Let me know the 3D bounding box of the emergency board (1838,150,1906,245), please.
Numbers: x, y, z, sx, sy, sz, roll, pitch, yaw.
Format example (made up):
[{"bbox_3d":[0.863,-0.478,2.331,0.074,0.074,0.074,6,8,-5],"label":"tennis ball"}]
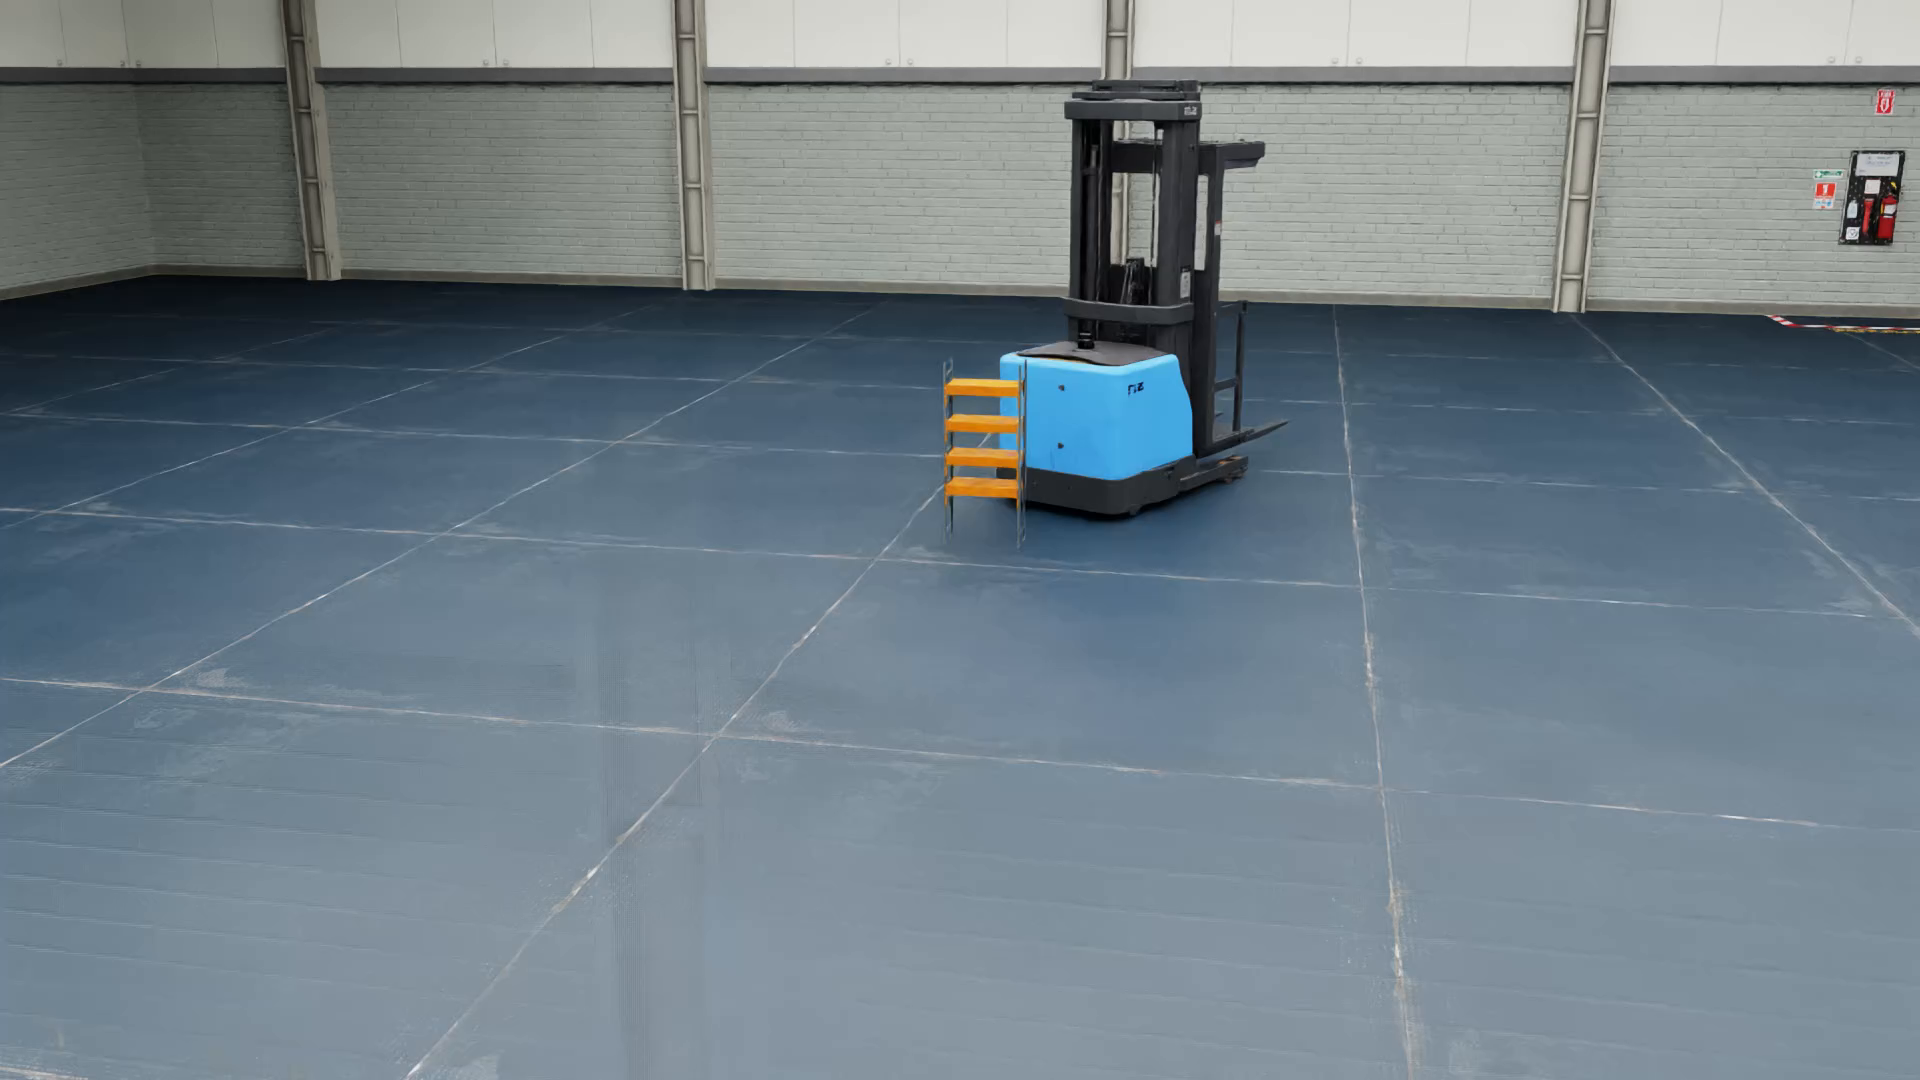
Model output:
[{"bbox_3d":[11.442,-4.274,20.803,0.643,1.169,0.194,3,16,11],"label":"emergency board"}]

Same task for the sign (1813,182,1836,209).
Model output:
[{"bbox_3d":[10.921,-4.348,21.001,0.234,0.329,0.001,3,16,11],"label":"sign"}]

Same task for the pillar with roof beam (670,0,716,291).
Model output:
[{"bbox_3d":[-4.641,-6.855,18.882,0.400,9.000,9.100,3,16,11],"label":"pillar with roof beam"}]

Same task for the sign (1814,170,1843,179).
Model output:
[{"bbox_3d":[10.924,-4.600,20.921,0.331,0.109,0.001,3,16,11],"label":"sign"}]

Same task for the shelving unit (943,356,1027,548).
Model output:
[{"bbox_3d":[0.162,-0.569,10.800,0.503,1.200,0.258,3,16,11],"label":"shelving unit"}]

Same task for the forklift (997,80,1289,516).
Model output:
[{"bbox_3d":[1.546,-1.913,12.409,1.130,2.935,3.031,11,19,35],"label":"forklift"}]

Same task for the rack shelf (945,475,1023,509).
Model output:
[{"bbox_3d":[0.162,-0.313,10.871,0.480,0.148,0.258,3,16,11],"label":"rack shelf"}]

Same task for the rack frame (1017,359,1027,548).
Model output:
[{"bbox_3d":[0.401,-0.556,10.753,0.015,1.200,0.240,3,16,11],"label":"rack frame"}]

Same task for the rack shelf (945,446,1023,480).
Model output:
[{"bbox_3d":[0.162,-0.505,10.818,0.480,0.148,0.258,3,16,11],"label":"rack shelf"}]

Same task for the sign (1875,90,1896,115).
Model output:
[{"bbox_3d":[11.454,-5.418,20.589,0.199,0.298,0.001,3,16,11],"label":"sign"}]

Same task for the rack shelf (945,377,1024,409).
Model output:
[{"bbox_3d":[0.162,-0.948,10.695,0.480,0.148,0.258,3,16,11],"label":"rack shelf"}]

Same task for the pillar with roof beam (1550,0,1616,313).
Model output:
[{"bbox_3d":[7.119,-6.217,16.578,0.400,9.000,9.100,3,16,11],"label":"pillar with roof beam"}]

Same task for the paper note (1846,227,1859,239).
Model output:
[{"bbox_3d":[11.283,-3.877,21.019,0.142,0.148,0.016,3,16,11],"label":"paper note"}]

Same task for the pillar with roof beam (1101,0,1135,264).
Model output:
[{"bbox_3d":[1.239,-6.536,17.730,0.400,9.000,9.100,3,16,11],"label":"pillar with roof beam"}]

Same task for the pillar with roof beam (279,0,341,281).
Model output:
[{"bbox_3d":[-10.520,-7.174,20.035,0.400,9.000,9.100,3,16,11],"label":"pillar with roof beam"}]

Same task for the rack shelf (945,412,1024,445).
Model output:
[{"bbox_3d":[0.162,-0.720,10.758,0.480,0.148,0.258,3,16,11],"label":"rack shelf"}]

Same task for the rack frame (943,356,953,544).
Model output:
[{"bbox_3d":[-0.077,-0.582,10.847,0.015,1.200,0.240,3,16,11],"label":"rack frame"}]
